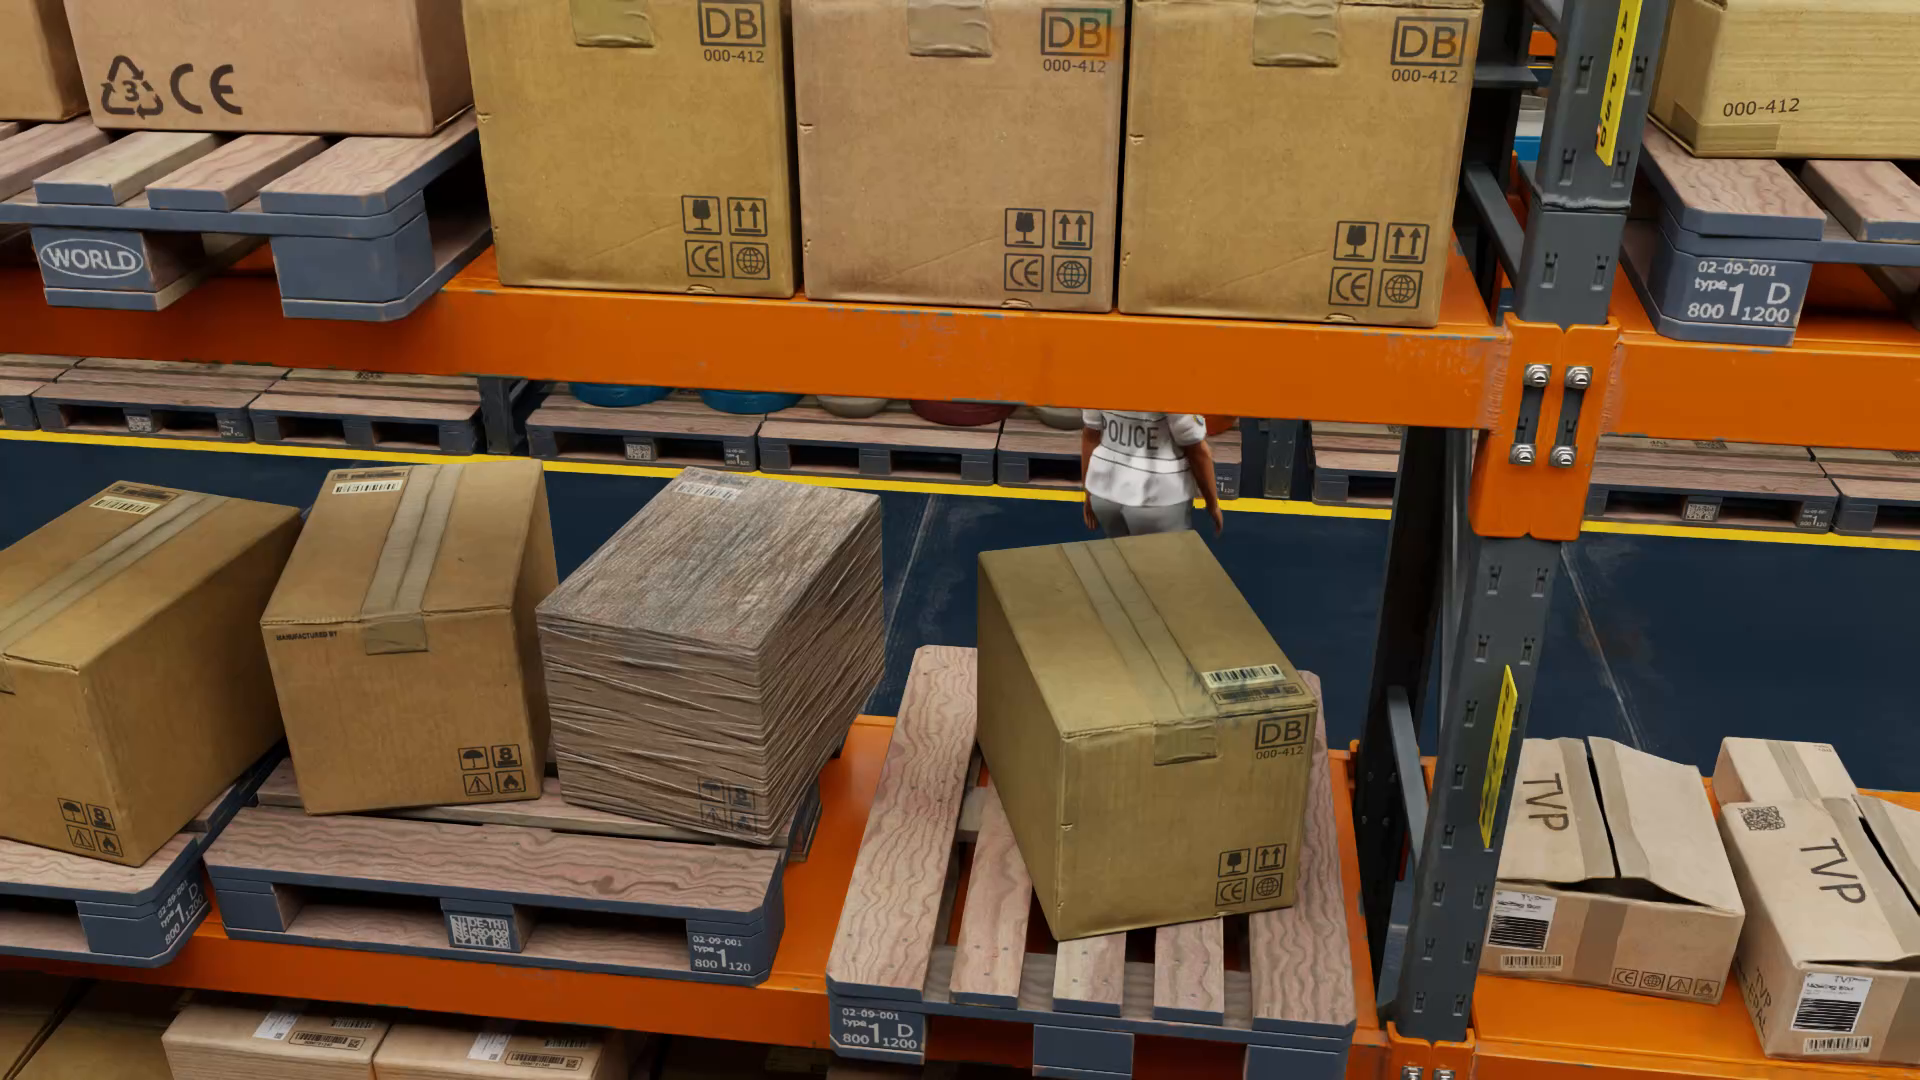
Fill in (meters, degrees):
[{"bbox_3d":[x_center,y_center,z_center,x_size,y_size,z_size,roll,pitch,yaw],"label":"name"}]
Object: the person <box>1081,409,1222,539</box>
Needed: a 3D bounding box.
[{"bbox_3d":[0.700,-0.144,6.386,0.553,1.640,0.848,23,36,36],"label":"person"}]
